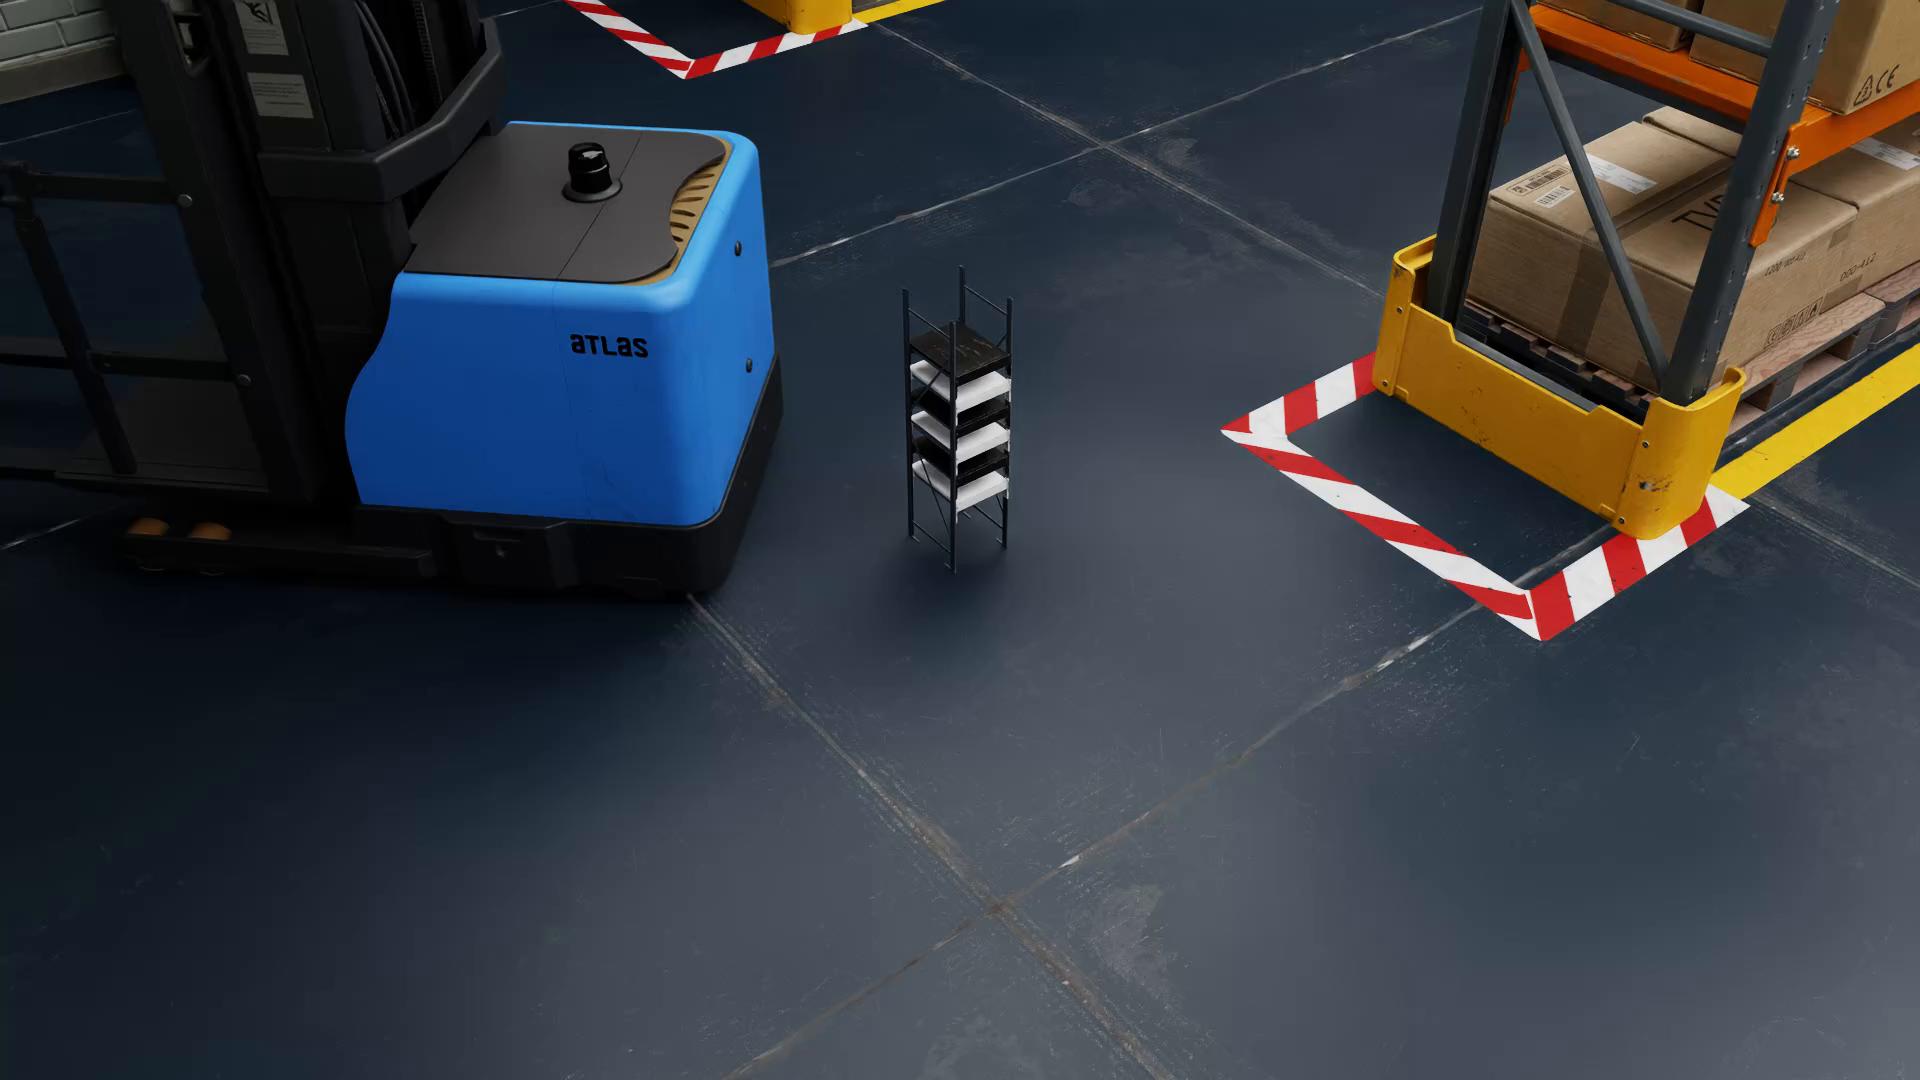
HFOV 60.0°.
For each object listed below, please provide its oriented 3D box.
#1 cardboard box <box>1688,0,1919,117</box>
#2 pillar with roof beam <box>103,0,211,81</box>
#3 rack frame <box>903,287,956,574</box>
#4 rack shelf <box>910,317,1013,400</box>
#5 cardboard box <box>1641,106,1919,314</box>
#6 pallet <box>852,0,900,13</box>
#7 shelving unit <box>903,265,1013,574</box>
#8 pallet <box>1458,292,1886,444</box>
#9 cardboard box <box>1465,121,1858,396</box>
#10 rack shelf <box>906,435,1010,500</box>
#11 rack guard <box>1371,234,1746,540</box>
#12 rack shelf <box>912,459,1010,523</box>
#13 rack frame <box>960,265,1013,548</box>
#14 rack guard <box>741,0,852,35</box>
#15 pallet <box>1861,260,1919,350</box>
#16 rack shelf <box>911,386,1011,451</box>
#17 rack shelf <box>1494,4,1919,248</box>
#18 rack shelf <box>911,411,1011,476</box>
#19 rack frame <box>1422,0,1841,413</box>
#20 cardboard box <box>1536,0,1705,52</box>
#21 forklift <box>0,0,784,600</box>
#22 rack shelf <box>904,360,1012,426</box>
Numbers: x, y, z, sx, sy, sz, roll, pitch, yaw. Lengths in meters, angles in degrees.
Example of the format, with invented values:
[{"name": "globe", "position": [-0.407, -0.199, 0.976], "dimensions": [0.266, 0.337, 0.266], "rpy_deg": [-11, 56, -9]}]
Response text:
[{"name": "cardboard box", "position": [2.508, -1.591, 4.745], "dimensions": [0.500, 0.500, 0.500], "rpy_deg": [-26, 46, -28]}, {"name": "pillar with roof beam", "position": [-1.139, -3.572, 2.509], "dimensions": [0.400, 9.000, 9.100], "rpy_deg": [-26, 46, -28]}, {"name": "rack frame", "position": [-0.087, -0.305, 4.913], "dimensions": [0.006, 0.900, 0.240], "rpy_deg": [-26, 46, -28]}, {"name": "rack shelf", "position": [-0.006, -0.528, 4.811], "dimensions": [0.200, 0.077, 0.258], "rpy_deg": [-26, 46, -28]}, {"name": "cardboard box", "position": [3.135, -1.346, 6.215], "dimensions": [0.875, 0.438, 0.875], "rpy_deg": [-25, 45, -27]}, {"name": "pallet", "position": [-0.384, -3.266, 9.065], "dimensions": [1.213, 0.211, 1.003], "rpy_deg": [-26, 46, -28]}, {"name": "shelving unit", "position": [-0.006, -0.345, 4.961], "dimensions": [0.210, 0.900, 0.258], "rpy_deg": [-26, 46, -28]}, {"name": "pallet", "position": [2.538, -0.781, 6.036], "dimensions": [1.213, 0.211, 1.003], "rpy_deg": [-26, 46, -28]}, {"name": "cardboard box", "position": [2.415, -0.988, 5.779], "dimensions": [0.875, 0.438, 0.875], "rpy_deg": [-28, 47, -29]}, {"name": "rack shelf", "position": [-0.006, -0.249, 5.039], "dimensions": [0.200, 0.077, 0.258], "rpy_deg": [-26, 46, -28]}, {"name": "rack guard", "position": [1.933, -0.535, 5.509], "dimensions": [0.348, 0.500, 1.175], "rpy_deg": [-26, 46, -28]}, {"name": "rack shelf", "position": [-0.006, -0.180, 5.096], "dimensions": [0.200, 0.077, 0.258], "rpy_deg": [-26, 46, -28]}, {"name": "rack frame", "position": [0.074, -0.384, 5.009], "dimensions": [0.006, 0.900, 0.240], "rpy_deg": [-26, 46, -28]}, {"name": "rack guard", "position": [-1.015, -3.069, 8.597], "dimensions": [0.348, 0.500, 1.175], "rpy_deg": [-26, 46, -28]}, {"name": "pallet", "position": [3.505, -1.250, 6.608], "dimensions": [1.213, 0.211, 1.003], "rpy_deg": [-26, 46, -28]}, {"name": "rack shelf", "position": [-0.006, -0.389, 4.925], "dimensions": [0.200, 0.077, 0.258], "rpy_deg": [-26, 46, -28]}, {"name": "rack shelf", "position": [3.538, -2.006, 5.897], "dimensions": [4.000, 0.370, 1.077], "rpy_deg": [-26, 46, -28]}, {"name": "rack shelf", "position": [-0.006, -0.319, 4.982], "dimensions": [0.200, 0.077, 0.258], "rpy_deg": [-26, 46, -28]}, {"name": "rack frame", "position": [1.952, -1.511, 4.727], "dimensions": [0.127, 3.000, 1.000], "rpy_deg": [-26, 46, -28]}, {"name": "cardboard box", "position": [2.173, -1.869, 5.085], "dimensions": [0.500, 0.500, 0.500], "rpy_deg": [-26, 46, -28]}, {"name": "forklift", "position": [-2.154, -1.352, 4.587], "dimensions": [3.031, 2.935, 1.130], "rpy_deg": [4, 40, 5]}, {"name": "rack shelf", "position": [-0.006, -0.458, 4.868], "dimensions": [0.200, 0.077, 0.258], "rpy_deg": [-26, 46, -28]}]
